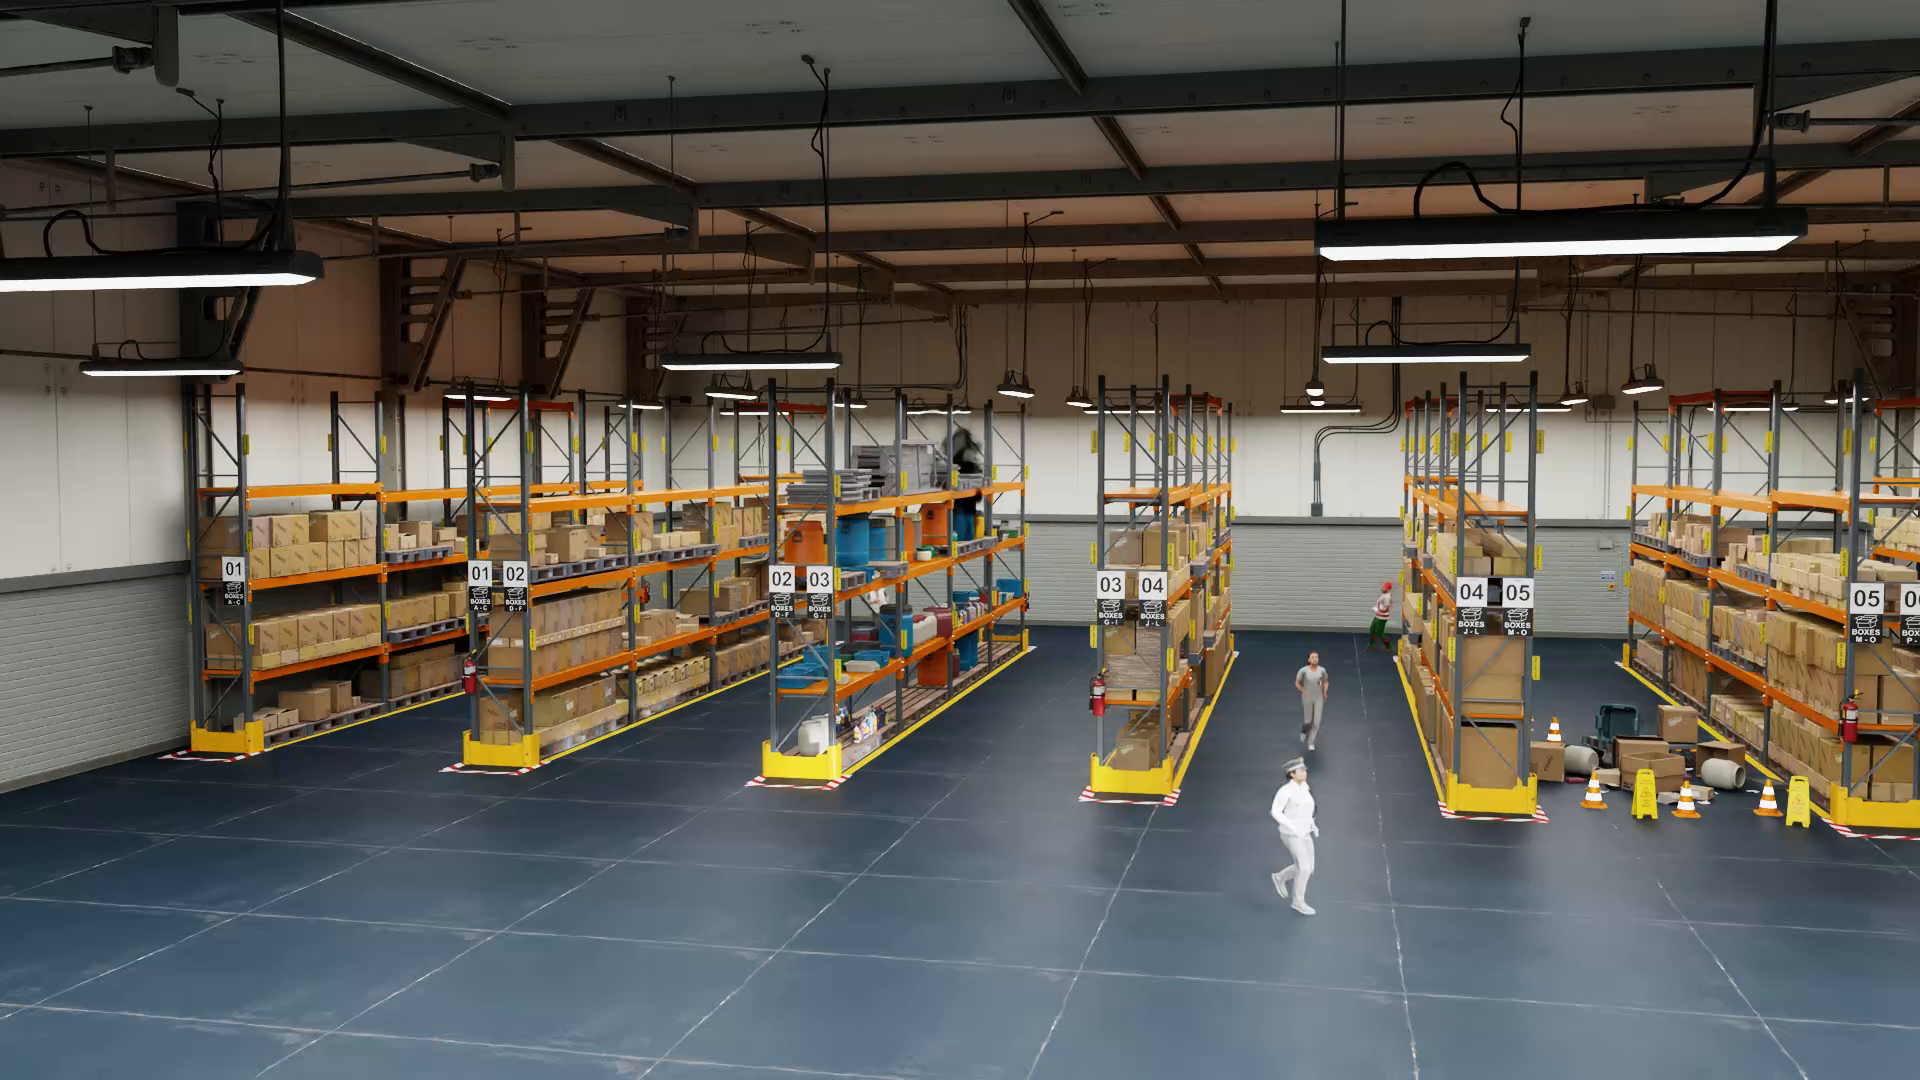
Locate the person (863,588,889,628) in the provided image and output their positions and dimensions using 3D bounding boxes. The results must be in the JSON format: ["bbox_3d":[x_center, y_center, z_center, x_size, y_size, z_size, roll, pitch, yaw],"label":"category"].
[{"bbox_3d":[-2.064,1.776,41.161,0.680,1.752,0.913,-1,3,-11],"label":"person"}]

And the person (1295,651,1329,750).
[{"bbox_3d":[5.793,2.631,27.344,0.555,1.610,0.566,0,3,-2],"label":"person"}]

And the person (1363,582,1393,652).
[{"bbox_3d":[10.030,1.863,39.841,0.704,1.758,0.788,1,3,12],"label":"person"}]

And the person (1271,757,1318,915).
[{"bbox_3d":[3.559,3.150,17.879,0.586,1.673,0.628,3,5,44],"label":"person"}]
